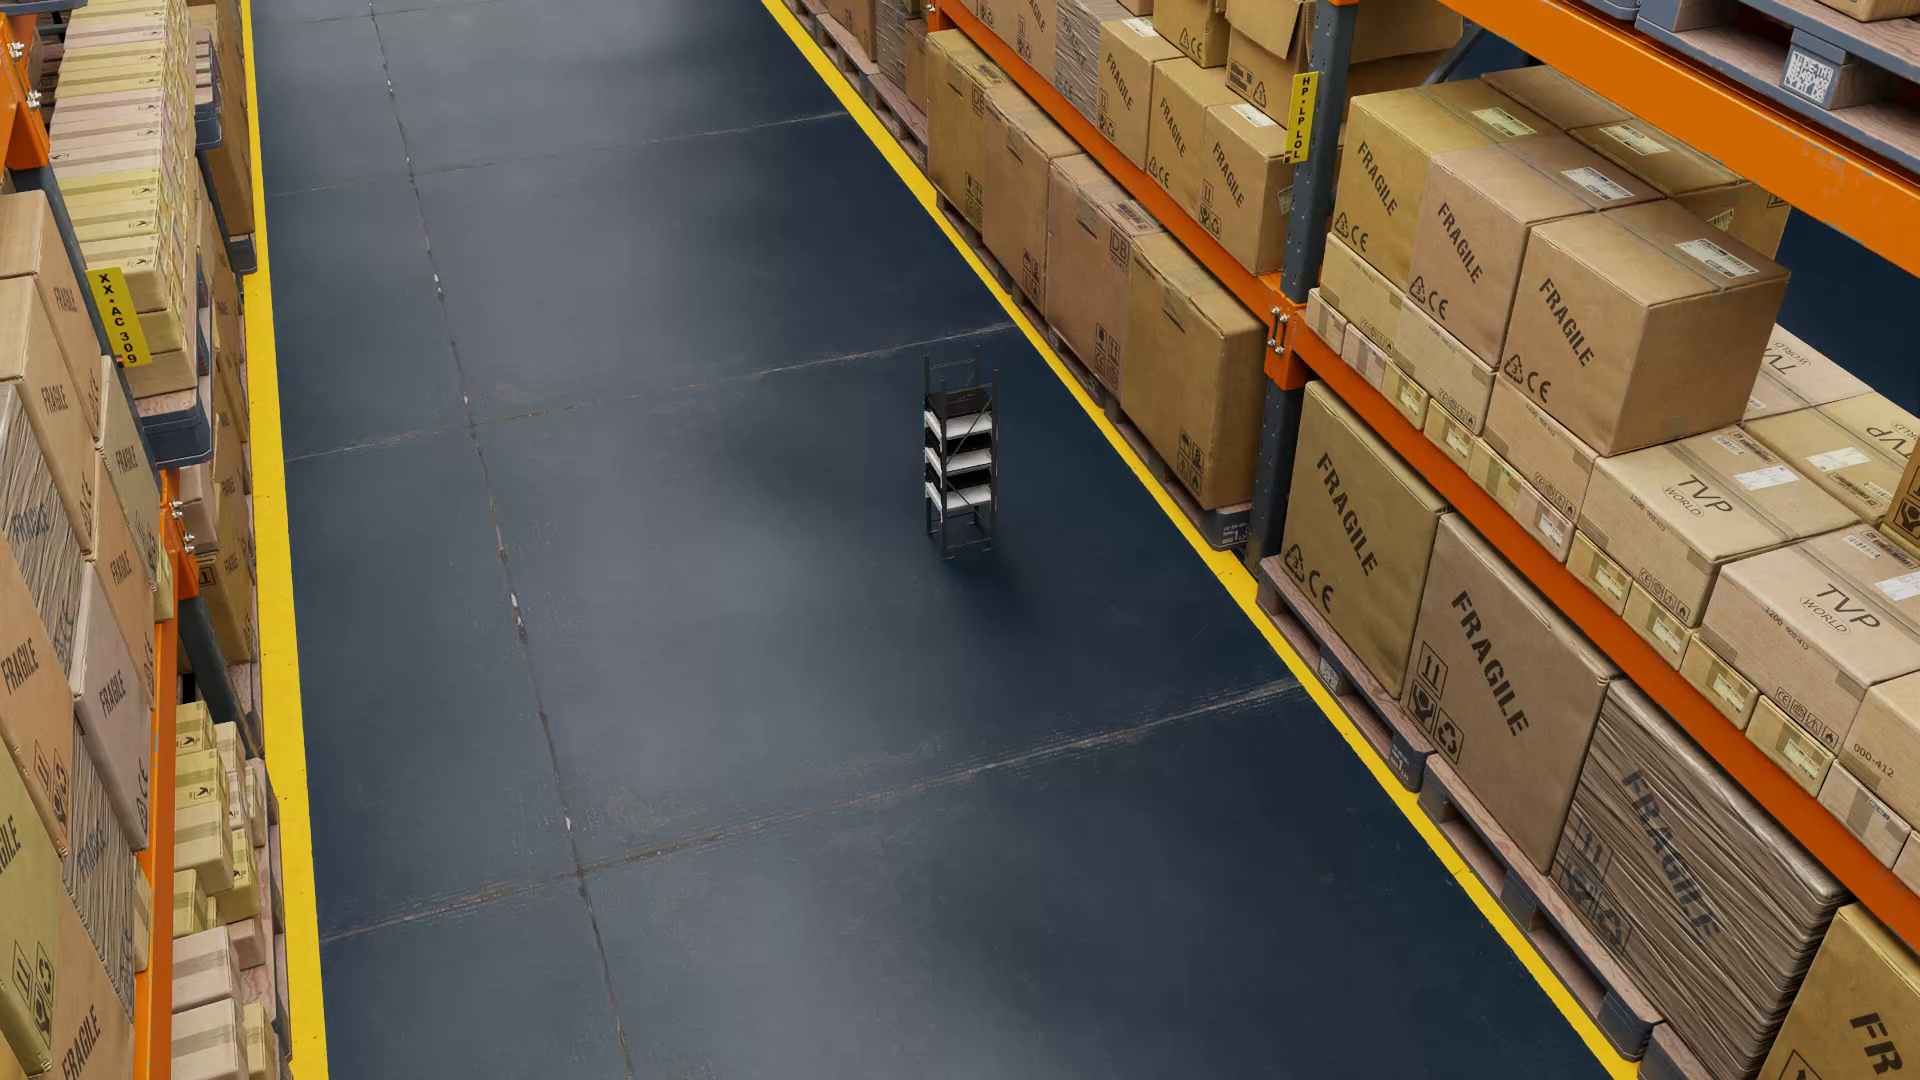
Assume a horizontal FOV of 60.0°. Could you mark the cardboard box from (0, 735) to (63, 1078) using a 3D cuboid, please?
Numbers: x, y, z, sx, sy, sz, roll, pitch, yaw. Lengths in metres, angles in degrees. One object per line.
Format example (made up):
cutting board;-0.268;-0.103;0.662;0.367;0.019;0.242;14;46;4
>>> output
cardboard box;-1.857;0.619;2.774;0.500;0.500;0.500;-13;39;-17

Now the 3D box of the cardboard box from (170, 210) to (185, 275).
cardboard box;-2.874;-0.988;5.681;0.380;0.149;0.250;-12;38;-15

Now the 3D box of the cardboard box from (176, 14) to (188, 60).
cardboard box;-3.583;-2.155;7.230;0.380;0.149;0.250;-12;39;-15

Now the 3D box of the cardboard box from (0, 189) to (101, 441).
cardboard box;-2.575;-0.541;4.313;0.500;0.500;0.500;-14;39;-18

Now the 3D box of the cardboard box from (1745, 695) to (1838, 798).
cardboard box;2.293;0.488;4.317;0.380;0.149;0.250;-13;39;-17

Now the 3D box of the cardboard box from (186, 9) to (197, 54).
cardboard box;-3.766;-2.336;7.718;0.380;0.149;0.250;-12;39;-15

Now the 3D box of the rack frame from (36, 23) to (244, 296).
rack frame;-4.367;-2.452;8.012;1.000;3.000;0.127;-12;39;-16

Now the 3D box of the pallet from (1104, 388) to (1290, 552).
pallet;1.365;-0.468;7.697;1.003;0.211;1.213;-12;39;-16

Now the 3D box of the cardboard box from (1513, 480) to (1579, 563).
cardboard box;1.937;-0.094;5.090;0.380;0.149;0.250;-12;39;-15

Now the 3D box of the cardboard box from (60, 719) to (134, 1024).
cardboard box;-2.055;0.735;3.451;0.500;0.500;0.500;-13;39;-17

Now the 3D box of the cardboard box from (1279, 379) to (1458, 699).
cardboard box;1.853;-0.092;6.296;0.875;0.875;0.875;-12;39;-16

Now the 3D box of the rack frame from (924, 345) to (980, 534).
rack frame;-0.032;-0.412;7.049;0.240;0.900;0.006;-12;39;-16

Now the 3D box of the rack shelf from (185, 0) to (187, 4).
rack shelf;-5.055;-3.294;9.728;1.077;0.370;4.000;-12;39;-16

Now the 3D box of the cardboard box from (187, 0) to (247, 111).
cardboard box;-5.117;-3.103;10.397;1.050;0.750;0.750;-12;39;-16

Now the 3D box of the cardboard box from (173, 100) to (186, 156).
cardboard box;-3.234;-1.579;6.466;0.380;0.149;0.250;-13;39;-17

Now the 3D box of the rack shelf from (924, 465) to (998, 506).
rack shelf;0.003;-0.256;7.047;0.258;0.077;0.200;-12;39;-16

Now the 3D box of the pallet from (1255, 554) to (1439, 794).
pallet;1.890;0.398;6.547;1.003;0.211;1.213;-12;39;-16

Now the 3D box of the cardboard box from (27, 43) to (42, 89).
cardboard box;-4.310;-2.073;7.369;0.380;0.149;0.250;-11;38;-14

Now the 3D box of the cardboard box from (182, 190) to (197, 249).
cardboard box;-3.051;-1.161;6.157;0.380;0.149;0.250;-14;39;-18

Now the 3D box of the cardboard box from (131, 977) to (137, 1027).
cardboard box;-2.002;1.046;3.577;0.380;0.149;0.250;-11;38;-14

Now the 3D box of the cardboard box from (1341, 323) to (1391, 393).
cardboard box;1.581;-0.677;5.865;0.380;0.149;0.250;-14;39;-17

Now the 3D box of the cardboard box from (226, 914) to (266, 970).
cardboard box;-2.373;1.230;5.145;0.380;0.149;0.250;-14;39;-17

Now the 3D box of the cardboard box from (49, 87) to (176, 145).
cardboard box;-3.140;-1.545;6.174;0.380;0.149;0.250;-11;38;-14

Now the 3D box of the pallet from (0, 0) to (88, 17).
pallet;-3.103;-1.686;4.658;1.213;0.211;1.003;-12;39;-16

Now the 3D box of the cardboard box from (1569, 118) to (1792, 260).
cardboard box;2.279;-1.032;5.381;0.500;0.500;0.500;-12;39;-15

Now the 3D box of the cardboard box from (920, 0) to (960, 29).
cardboard box;0.066;-3.271;10.188;0.500;0.250;0.500;-11;38;-14

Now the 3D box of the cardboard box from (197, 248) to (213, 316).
cardboard box;-3.541;-1.015;7.210;0.500;0.250;0.500;-12;39;-15

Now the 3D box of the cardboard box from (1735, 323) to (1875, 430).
cardboard box;2.456;-0.446;5.226;0.500;0.250;0.500;-12;39;-15

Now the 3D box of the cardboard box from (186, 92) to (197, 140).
cardboard box;-3.416;-1.757;6.949;0.380;0.149;0.250;-14;39;-18

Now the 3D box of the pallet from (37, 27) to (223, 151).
pallet;-4.022;-1.995;7.564;1.213;0.211;1.003;-12;39;-16

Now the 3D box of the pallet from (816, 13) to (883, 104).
pallet;-0.359;-3.438;11.638;1.003;0.211;1.213;-12;39;-16

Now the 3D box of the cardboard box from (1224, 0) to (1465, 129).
cardboard box;1.474;-1.962;6.444;0.797;0.503;0.637;-13;39;-17

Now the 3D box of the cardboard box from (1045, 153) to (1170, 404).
cardboard box;1.154;-1.343;7.957;1.225;0.875;0.875;-14;39;-18

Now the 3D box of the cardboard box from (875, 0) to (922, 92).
cardboard box;-0.127;-3.284;10.829;0.700;0.500;0.500;-16;40;-20

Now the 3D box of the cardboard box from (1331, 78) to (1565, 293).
cardboard box;1.626;-1.197;5.600;0.500;0.500;0.500;-12;39;-16

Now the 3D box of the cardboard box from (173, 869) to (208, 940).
cardboard box;-2.390;1.126;4.788;0.380;0.149;0.250;-11;38;-14

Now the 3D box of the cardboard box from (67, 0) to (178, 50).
cardboard box;-3.498;-2.135;6.956;0.380;0.149;0.250;-11;38;-15

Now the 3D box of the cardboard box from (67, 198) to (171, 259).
cardboard box;-2.796;-0.971;5.412;0.380;0.149;0.250;-11;38;-15

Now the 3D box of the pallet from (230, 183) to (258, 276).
pallet;-4.567;-1.799;9.463;1.003;0.211;1.213;-12;39;-16

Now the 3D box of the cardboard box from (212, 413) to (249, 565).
cardboard box;-3.179;-0.132;6.661;0.500;0.500;0.500;-11;38;-14

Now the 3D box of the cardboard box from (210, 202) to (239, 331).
cardboard box;-3.895;-1.303;8.216;0.500;0.500;0.500;-13;39;-16

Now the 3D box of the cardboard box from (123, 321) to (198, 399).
cardboard box;-2.694;-0.577;5.383;0.380;0.149;0.250;-14;39;-18

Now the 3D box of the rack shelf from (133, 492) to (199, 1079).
rack shelf;-2.302;1.225;3.729;1.077;0.370;4.000;-12;39;-16

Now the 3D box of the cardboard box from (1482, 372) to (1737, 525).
cardboard box;1.967;-0.328;5.070;0.500;0.250;0.500;-12;38;-15

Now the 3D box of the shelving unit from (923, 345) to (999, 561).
shelving unit;0.003;-0.355;6.973;0.258;0.900;0.210;-12;39;-16

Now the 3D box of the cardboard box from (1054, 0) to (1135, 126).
cardboard box;0.766;-2.268;7.685;0.500;0.500;0.500;-12;39;-16

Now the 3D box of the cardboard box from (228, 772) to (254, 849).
cardboard box;-2.479;0.922;5.306;0.380;0.149;0.250;-14;39;-18
